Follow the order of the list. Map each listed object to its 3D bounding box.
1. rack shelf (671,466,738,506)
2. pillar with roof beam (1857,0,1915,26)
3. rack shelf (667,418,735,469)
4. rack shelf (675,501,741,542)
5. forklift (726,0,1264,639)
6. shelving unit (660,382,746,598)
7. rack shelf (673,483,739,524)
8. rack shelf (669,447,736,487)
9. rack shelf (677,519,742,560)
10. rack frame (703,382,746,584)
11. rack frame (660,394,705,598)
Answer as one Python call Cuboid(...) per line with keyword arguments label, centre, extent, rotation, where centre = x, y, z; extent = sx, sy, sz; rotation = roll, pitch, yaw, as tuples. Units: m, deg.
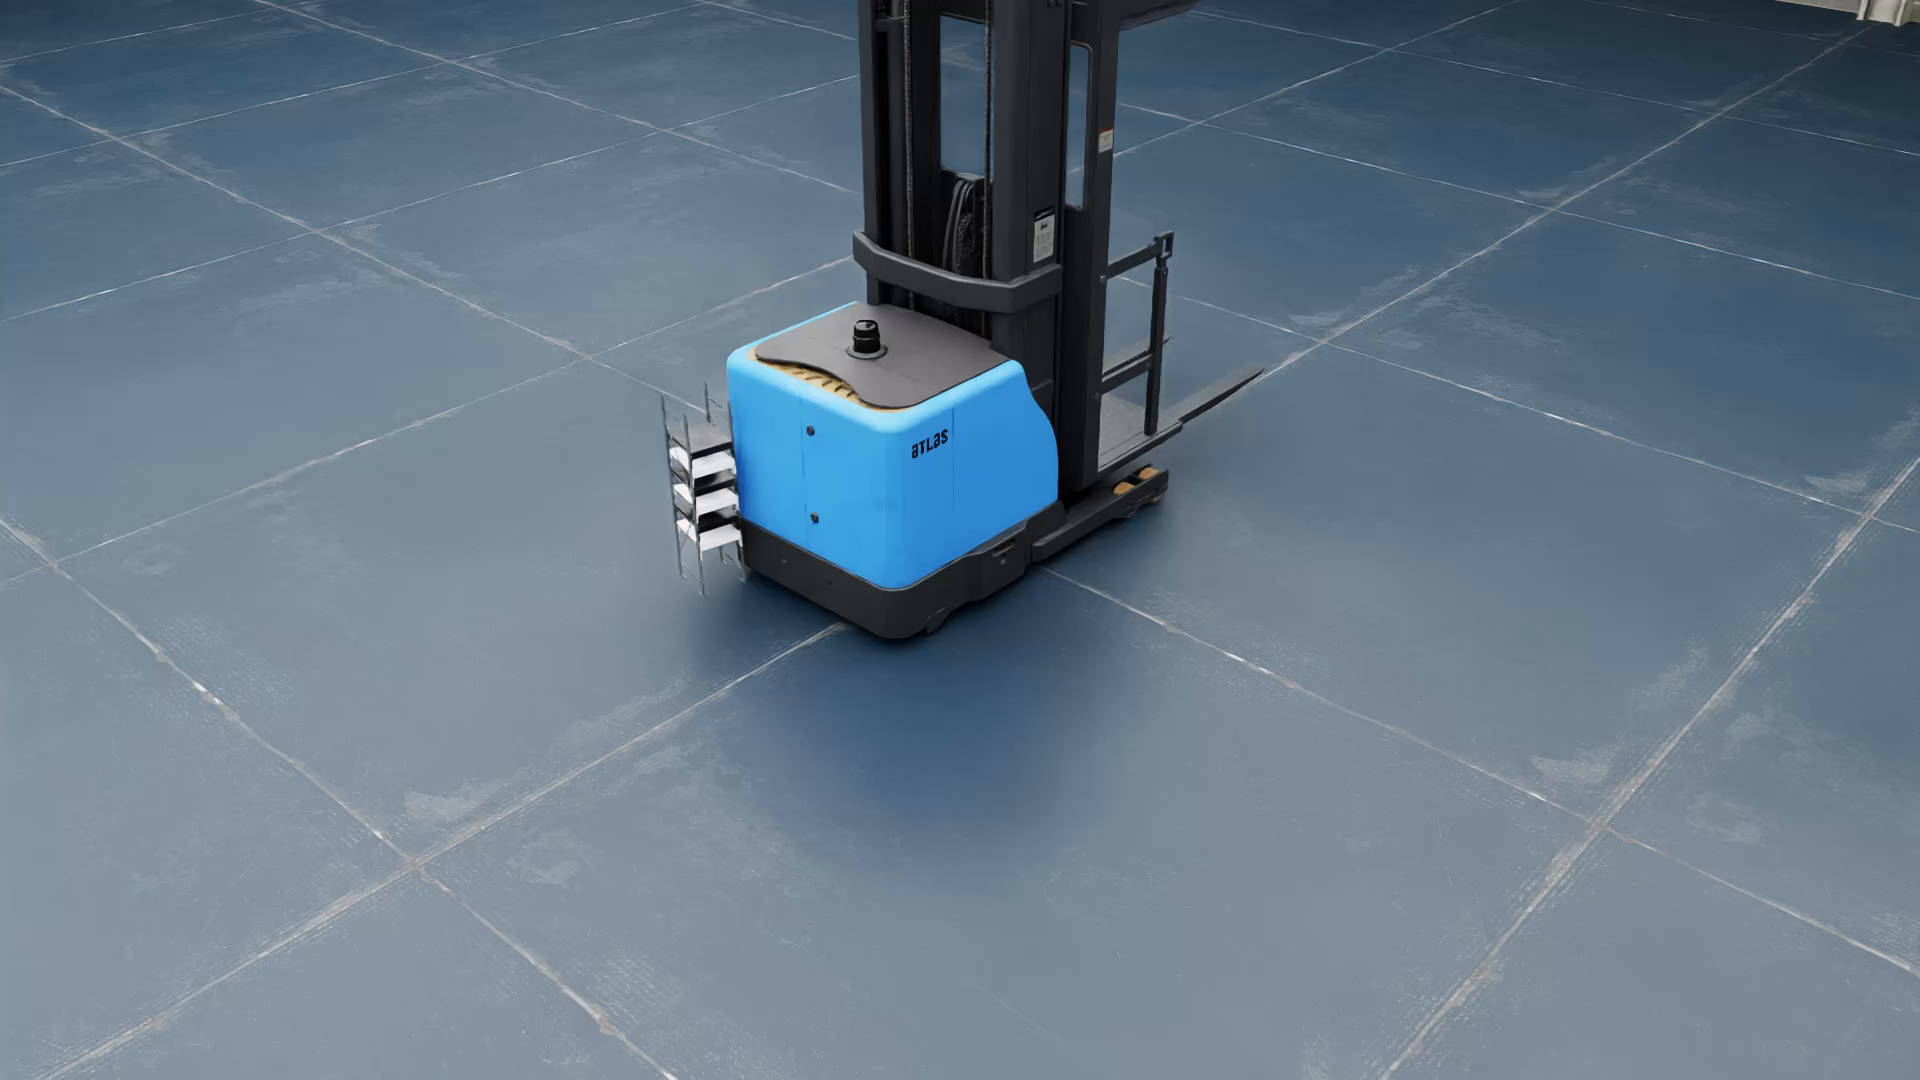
Cuboid(label="rack shelf", centre=(-1.112, -0.260, 7.198), extent=(0.200, 0.077, 0.258), rotation=(-20, 36, -29))
Cuboid(label="pillar with roof beam", centre=(6.062, -7.252, 11.071), extent=(0.400, 9.000, 9.100), rotation=(25, 39, 35))
Cuboid(label="rack shelf", centre=(-1.113, -0.414, 7.104), extent=(0.200, 0.077, 0.258), rotation=(-20, 36, -29))
Cuboid(label="rack shelf", centre=(-1.111, -0.106, 7.291), extent=(0.200, 0.077, 0.258), rotation=(-20, 36, -29))
Cuboid(label="forklift", centre=(0.360, -1.520, 7.432), extent=(1.130, 2.935, 3.031), rotation=(25, 39, 35))
Cuboid(label="shelving unit", centre=(-1.111, -0.211, 7.227), extent=(0.210, 0.900, 0.258), rotation=(-20, 36, -29))
Cuboid(label="rack shelf", centre=(-1.111, -0.183, 7.244), extent=(0.200, 0.077, 0.258), rotation=(-20, 36, -29))
Cuboid(label="rack shelf", centre=(-1.112, -0.337, 7.151), extent=(0.200, 0.077, 0.258), rotation=(-20, 36, -29))
Cuboid(label="rack shelf", centre=(-1.110, -0.029, 7.338), extent=(0.200, 0.077, 0.258), rotation=(-20, 36, -29))
Cuboid(label="rack frame", centre=(-1.027, -0.241, 7.276), extent=(0.006, 0.900, 0.240), rotation=(-20, 36, -29))
Cuboid(label="rack frame", centre=(-1.196, -0.181, 7.178), extent=(0.006, 0.900, 0.240), rotation=(-20, 36, -29))
